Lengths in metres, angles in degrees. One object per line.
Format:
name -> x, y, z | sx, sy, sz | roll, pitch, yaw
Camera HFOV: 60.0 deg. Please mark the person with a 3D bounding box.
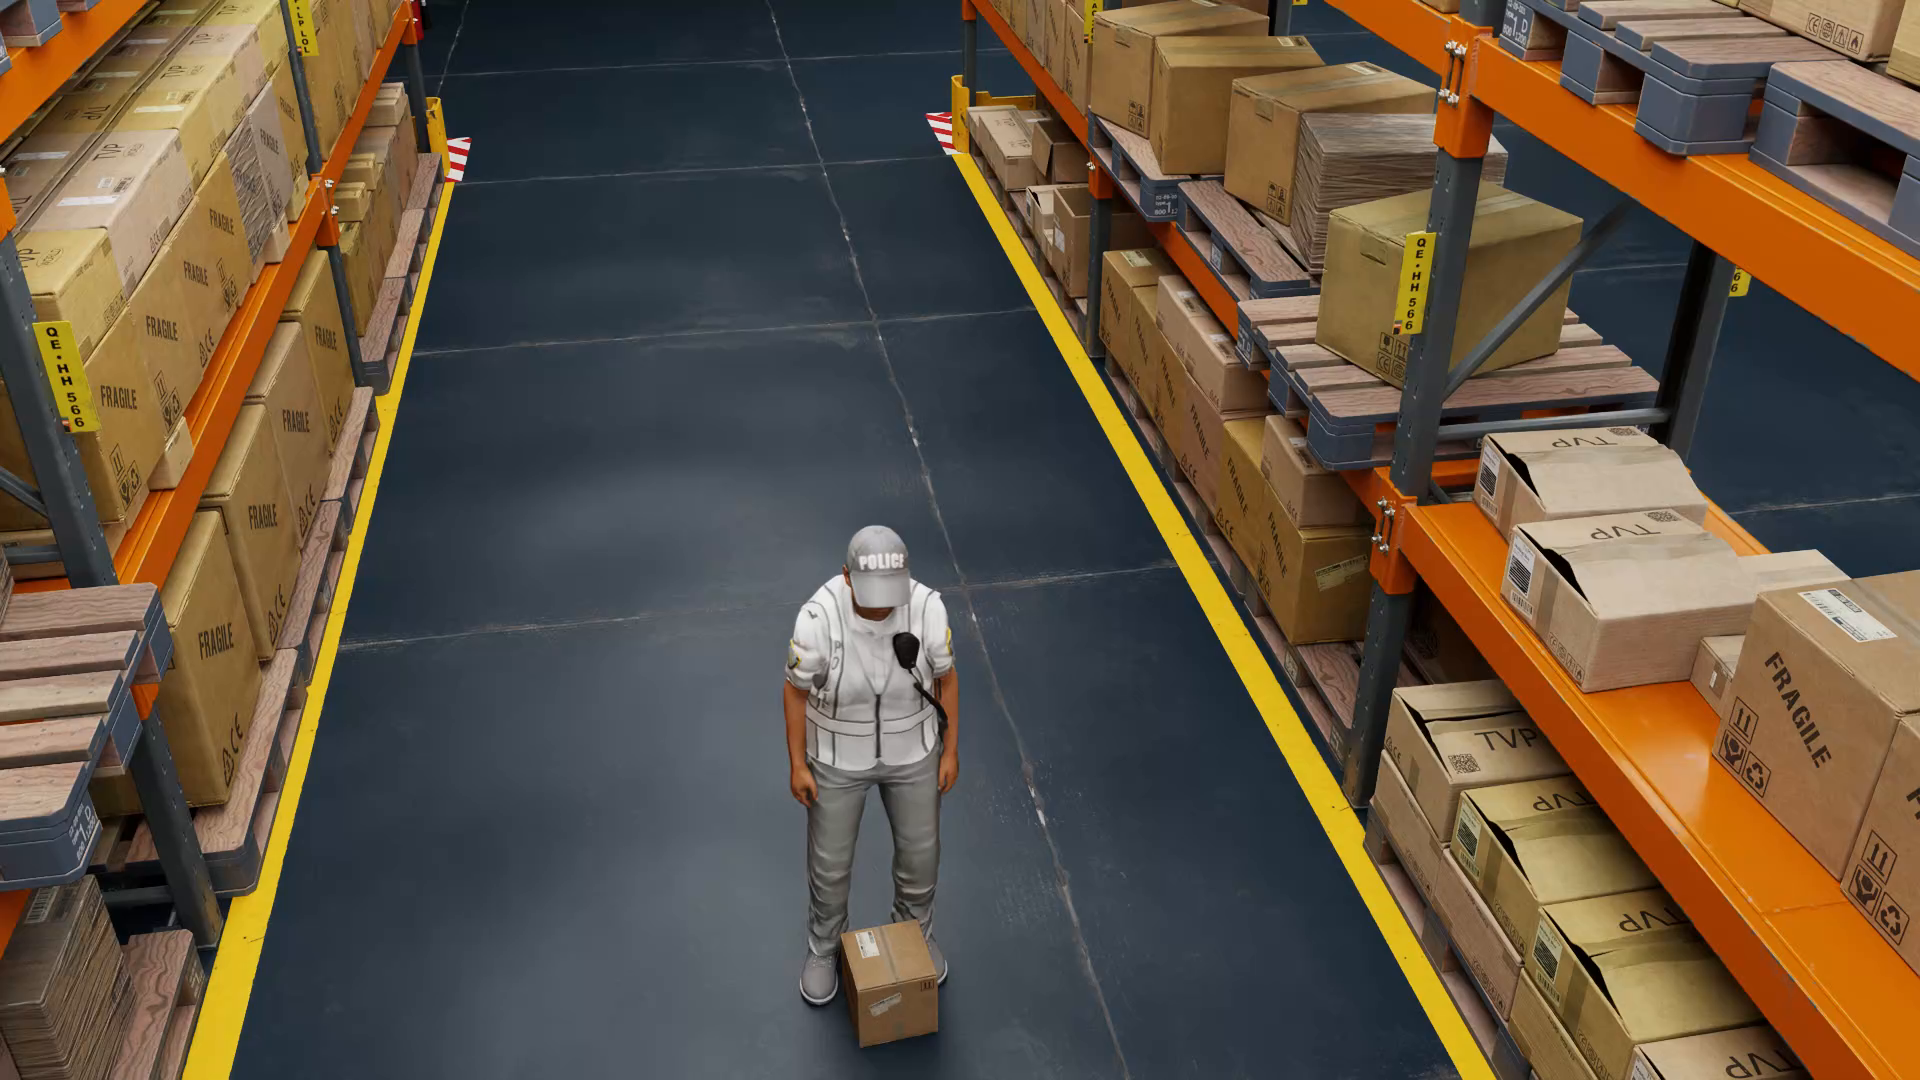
person -> -0.263, 0.663, 5.016 | 0.538, 1.666, 0.465 | -5, 31, -8
